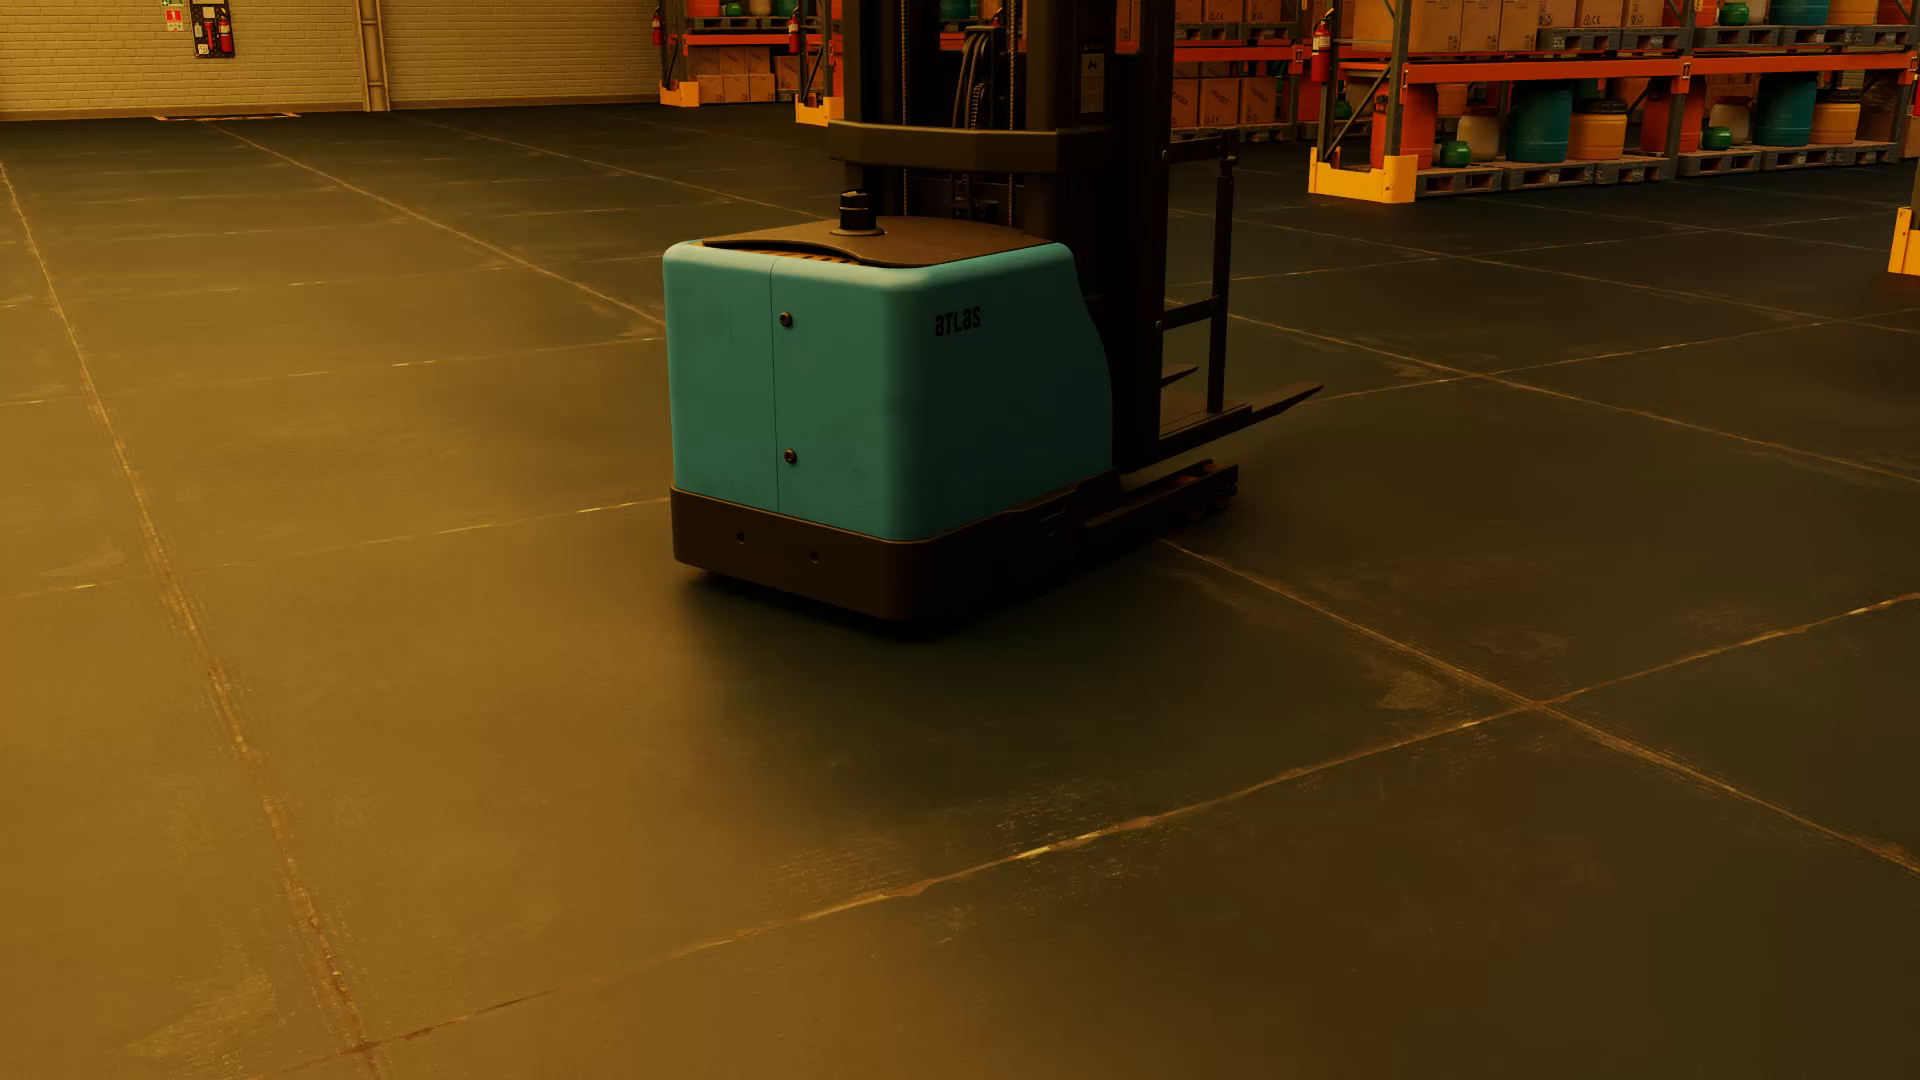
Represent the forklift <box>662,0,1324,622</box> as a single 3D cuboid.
[{"bbox_3d":[0.370,-1.543,5.771,1.130,2.935,3.031,13,22,35],"label":"forklift"}]
